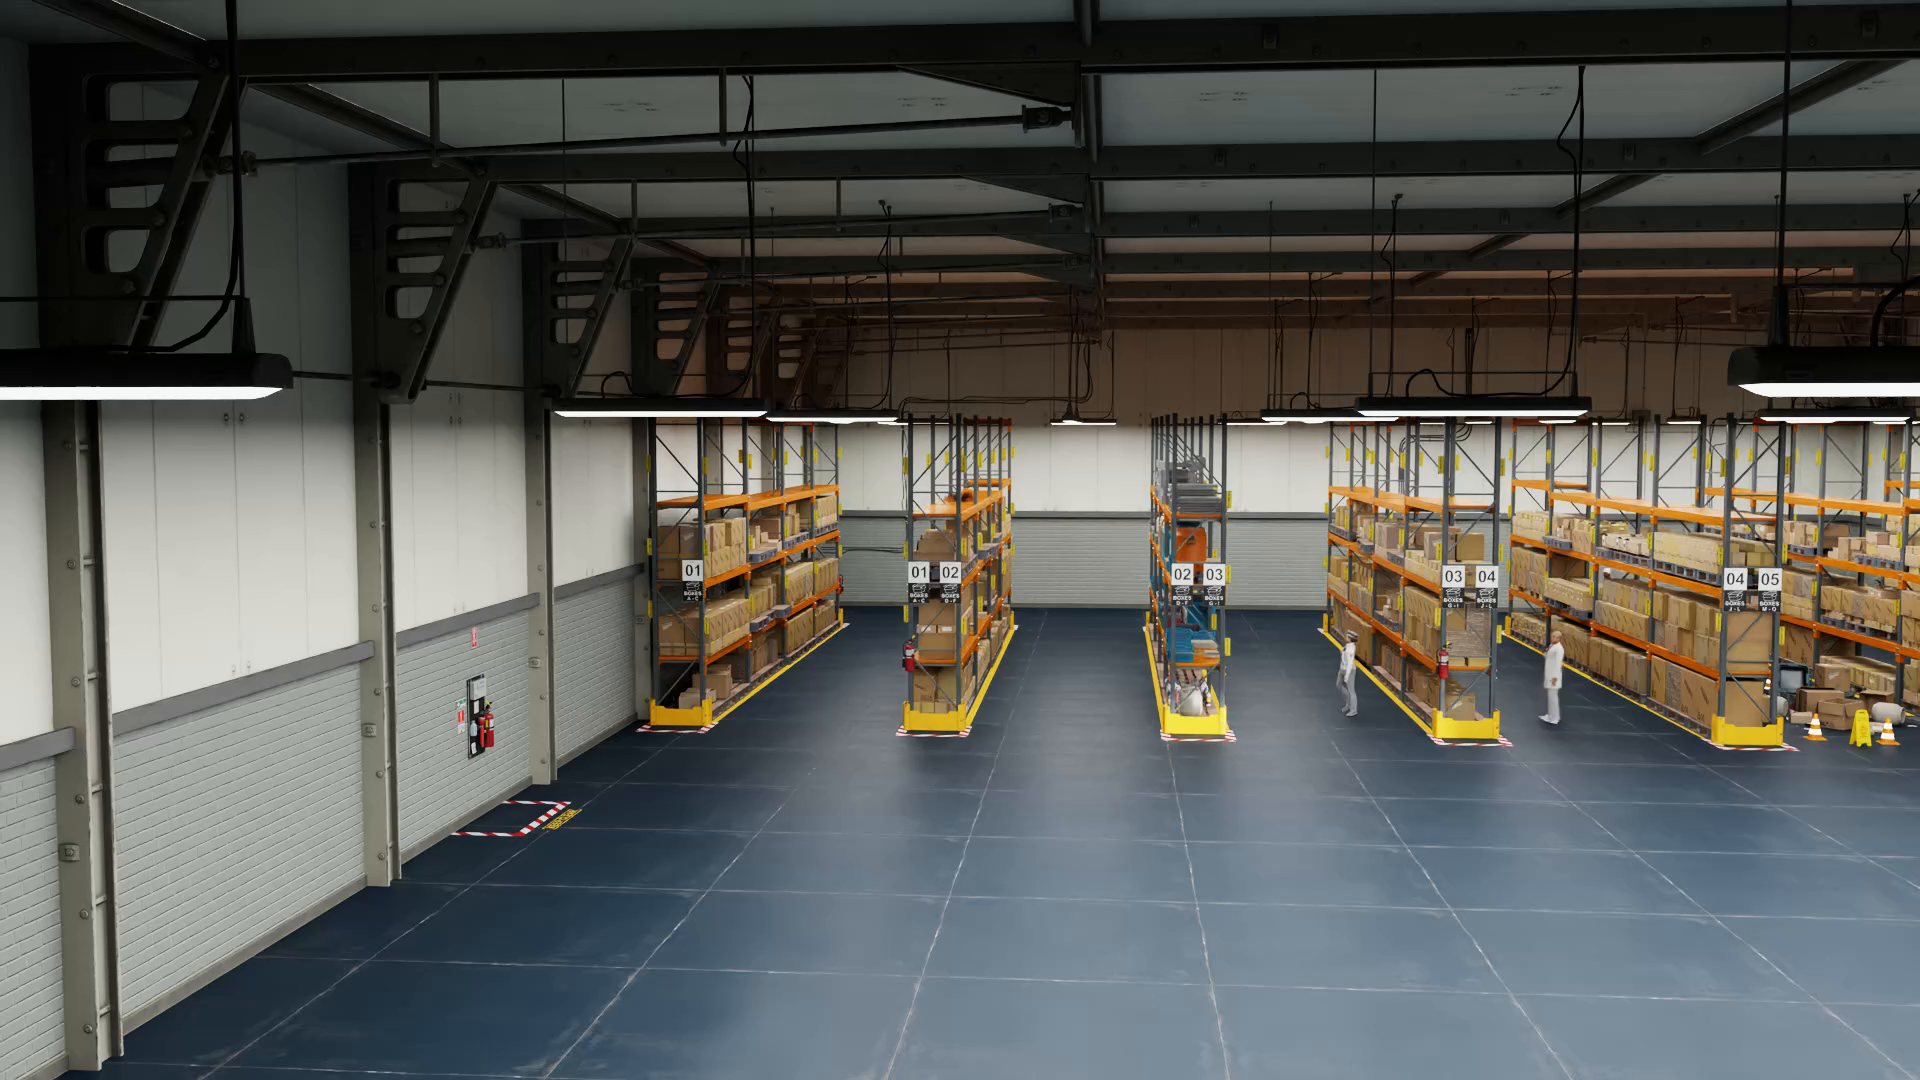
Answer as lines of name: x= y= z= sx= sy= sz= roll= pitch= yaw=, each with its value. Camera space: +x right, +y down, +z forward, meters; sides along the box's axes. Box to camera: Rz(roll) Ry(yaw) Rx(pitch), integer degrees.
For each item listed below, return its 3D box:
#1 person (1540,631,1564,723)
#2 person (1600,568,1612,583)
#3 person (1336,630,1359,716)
person: x=11.532 y=2.657 z=32.378 sx=0.386 sy=1.783 sz=0.609 roll=1 pitch=4 yaw=16
person: x=18.370 y=1.675 z=47.160 sx=0.983 sy=1.745 sz=0.602 roll=0 pitch=4 yaw=0
person: x=7.758 y=2.636 z=33.241 sx=0.393 sy=1.695 sz=0.599 roll=0 pitch=4 yaw=-6
